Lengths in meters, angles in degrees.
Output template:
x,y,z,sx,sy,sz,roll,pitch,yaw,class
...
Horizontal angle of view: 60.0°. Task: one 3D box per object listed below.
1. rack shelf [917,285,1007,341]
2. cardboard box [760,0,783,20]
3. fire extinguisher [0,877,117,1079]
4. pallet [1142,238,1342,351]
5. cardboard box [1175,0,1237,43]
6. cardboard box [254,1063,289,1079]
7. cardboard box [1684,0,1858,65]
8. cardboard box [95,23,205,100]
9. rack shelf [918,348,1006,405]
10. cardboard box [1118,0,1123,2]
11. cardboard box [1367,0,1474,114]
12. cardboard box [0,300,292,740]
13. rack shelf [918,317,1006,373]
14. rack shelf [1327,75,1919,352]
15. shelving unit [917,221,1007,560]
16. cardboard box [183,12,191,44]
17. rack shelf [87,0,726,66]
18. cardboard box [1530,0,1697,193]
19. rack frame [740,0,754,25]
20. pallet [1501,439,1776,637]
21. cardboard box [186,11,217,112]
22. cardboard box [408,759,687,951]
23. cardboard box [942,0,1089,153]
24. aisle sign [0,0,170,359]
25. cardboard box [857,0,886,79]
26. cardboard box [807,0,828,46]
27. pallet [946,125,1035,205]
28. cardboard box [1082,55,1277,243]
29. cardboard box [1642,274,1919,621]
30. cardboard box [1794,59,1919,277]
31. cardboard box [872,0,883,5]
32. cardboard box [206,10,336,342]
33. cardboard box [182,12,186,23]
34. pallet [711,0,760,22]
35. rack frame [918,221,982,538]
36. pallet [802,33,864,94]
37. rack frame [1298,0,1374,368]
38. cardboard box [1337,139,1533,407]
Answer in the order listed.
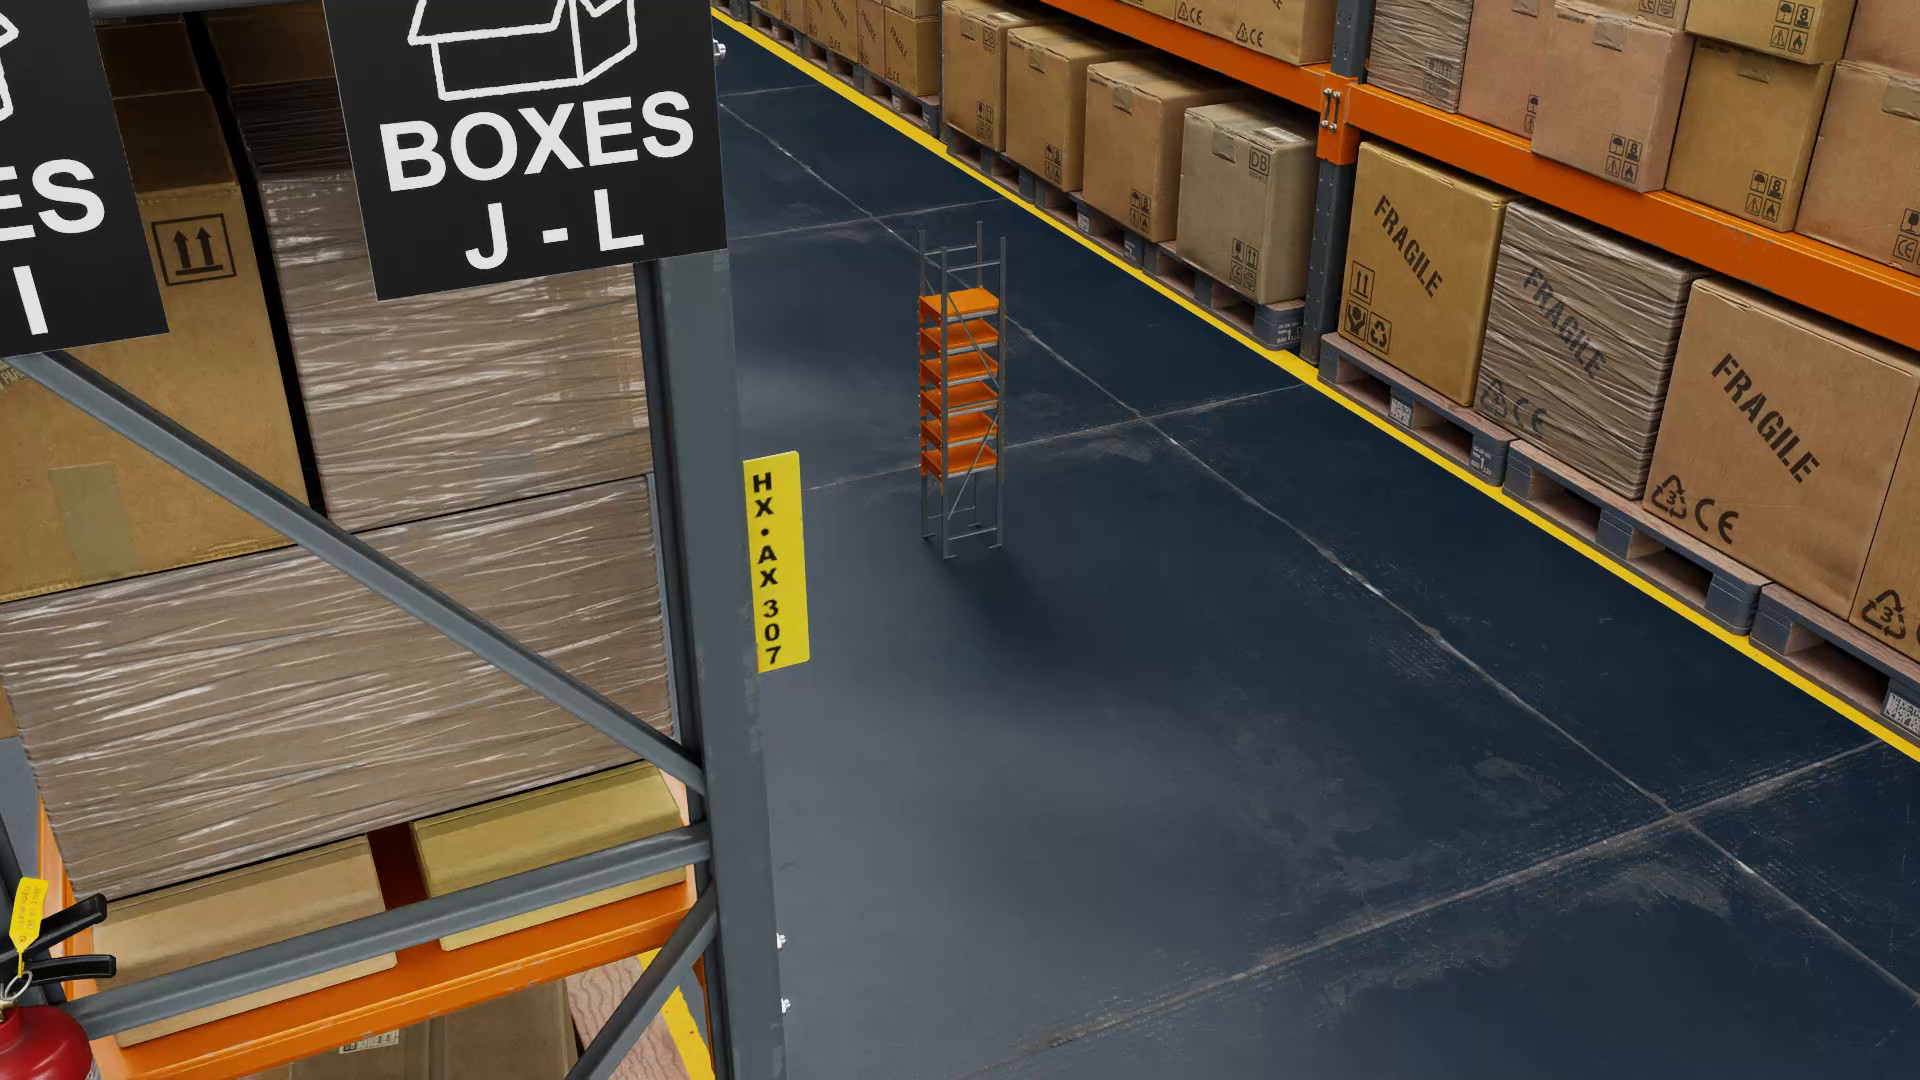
x,y,z,sx,sy,sz,roll,pitch,yaw,class
0.006,-0.792,5.791,0.258,0.103,0.180,-13,32,-22,rack shelf
-1.298,-4.481,13.300,0.500,0.500,0.500,-12,31,-20,cardboard box
-1.114,0.709,1.998,0.296,0.674,0.183,-13,32,-22,fire extinguisher
1.660,-1.345,8.432,1.003,0.211,1.213,-13,32,-22,pallet
1.377,-2.677,7.855,0.500,0.500,0.500,-13,32,-23,cardboard box
-1.287,0.899,3.707,0.500,0.500,0.500,-5,30,-9,cardboard box
2.870,-1.884,5.285,0.875,0.550,0.500,-13,32,-22,cardboard box
-1.426,-0.493,2.633,0.500,0.500,0.500,-13,32,-22,cardboard box
0.006,-0.583,5.908,0.258,0.103,0.180,-13,32,-22,rack shelf
0.940,-3.124,8.652,0.500,0.500,0.500,-13,32,-22,cardboard box
2.228,-2.141,6.848,0.875,0.550,0.550,-13,32,-22,cardboard box
-1.281,-0.090,2.937,0.875,0.500,0.500,-13,32,-22,cardboard box
0.006,-0.688,5.849,0.258,0.103,0.180,-13,32,-22,rack shelf
2.918,-1.039,5.771,1.077,0.370,4.000,-13,32,-22,rack shelf
0.006,-0.517,5.945,0.258,1.200,0.189,-13,32,-22,shelving unit
-1.806,-1.487,4.407,0.500,0.500,0.500,-13,32,-22,cardboard box
-1.605,-1.350,3.260,1.077,0.370,4.000,-13,32,-22,rack shelf
2.610,-1.640,5.954,0.875,0.550,0.550,-13,32,-22,cardboard box
-1.375,-5.770,13.473,1.000,3.000,0.127,-13,32,-22,rack frame
2.843,-0.128,6.262,1.003,0.211,1.213,-13,32,-22,pallet
-1.381,-1.044,3.617,0.500,0.500,0.500,-13,32,-22,cardboard box
-0.654,0.461,2.617,0.380,0.149,0.250,-13,32,-22,cardboard box
0.522,-2.917,10.256,1.050,0.750,0.750,-14,32,-23,cardboard box
-0.991,-0.516,1.445,0.394,0.787,0.004,-13,32,-22,aisle sign
-0.396,-3.562,11.661,0.500,0.500,0.500,-12,31,-20,cardboard box
-0.832,-4.019,12.476,0.500,0.500,0.500,-13,32,-21,cardboard box
0.612,-2.423,10.355,1.003,0.211,1.213,-13,32,-22,pallet
1.301,-2.120,8.835,1.050,0.750,0.750,-13,32,-22,cardboard box
3.046,-0.399,5.639,0.875,0.875,0.875,-14,32,-23,cardboard box
3.193,-1.201,5.172,0.875,0.550,0.550,-13,32,-22,cardboard box
-0.415,-3.891,11.481,0.500,0.250,0.500,-13,32,-21,cardboard box
-0.945,-0.604,2.832,0.500,0.500,0.500,-13,32,-22,cardboard box
-1.845,-0.936,3.425,0.500,0.500,0.500,-13,32,-22,cardboard box
-1.696,-4.843,14.671,1.003,0.211,1.213,-13,32,-22,pallet
-0.033,-0.557,6.017,0.240,1.200,0.006,-13,32,-22,rack frame
-0.512,-3.670,12.580,1.003,0.211,1.213,-13,32,-22,pallet
2.059,-2.236,7.171,1.000,3.000,0.127,-13,32,-22,rack frame
2.266,-1.200,7.066,0.875,0.875,0.875,-13,32,-21,cardboard box
